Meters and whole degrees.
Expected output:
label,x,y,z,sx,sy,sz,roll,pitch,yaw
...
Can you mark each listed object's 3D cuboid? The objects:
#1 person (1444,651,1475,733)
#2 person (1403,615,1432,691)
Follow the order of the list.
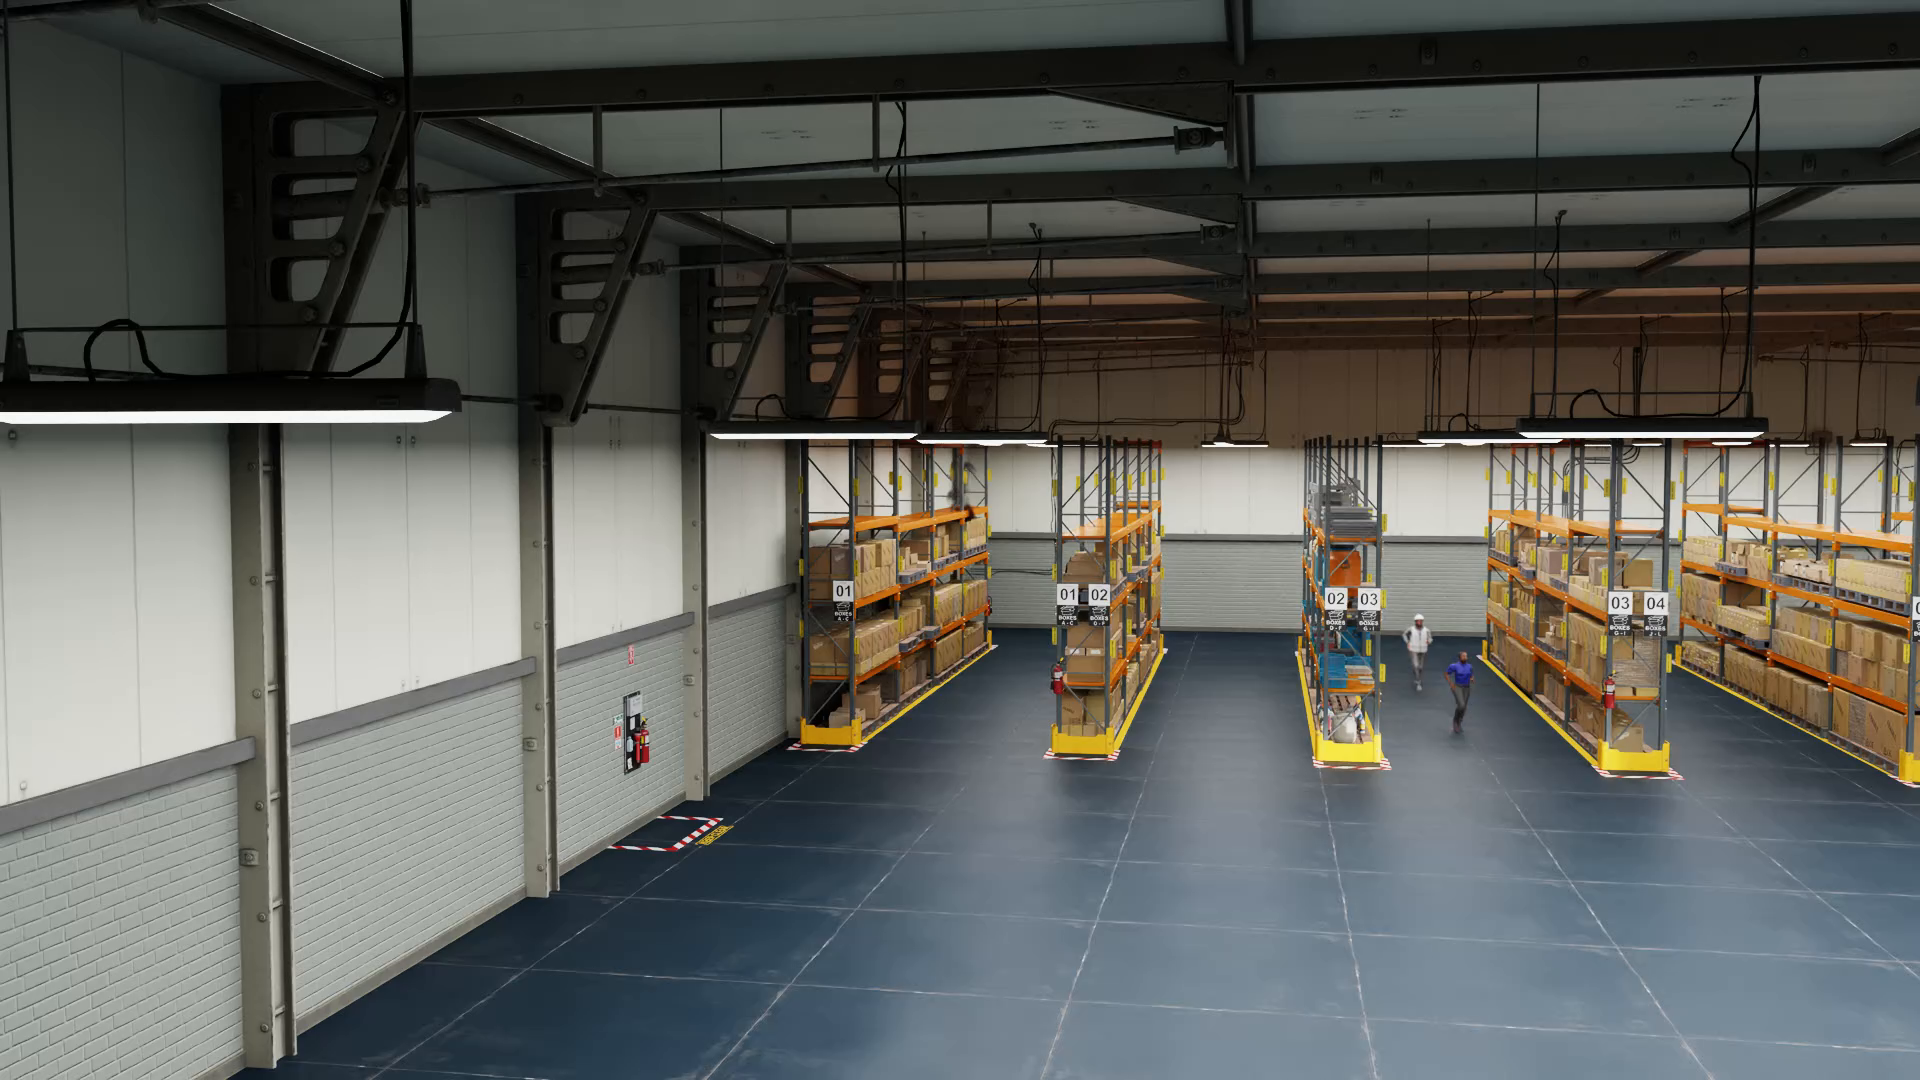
label,x,y,z,sx,sy,sz,roll,pitch,yaw
person,10.183,3.083,33.750,0.546,1.665,0.684,-1,3,-13
person,10.976,2.674,39.826,0.659,1.787,0.955,0,3,0
